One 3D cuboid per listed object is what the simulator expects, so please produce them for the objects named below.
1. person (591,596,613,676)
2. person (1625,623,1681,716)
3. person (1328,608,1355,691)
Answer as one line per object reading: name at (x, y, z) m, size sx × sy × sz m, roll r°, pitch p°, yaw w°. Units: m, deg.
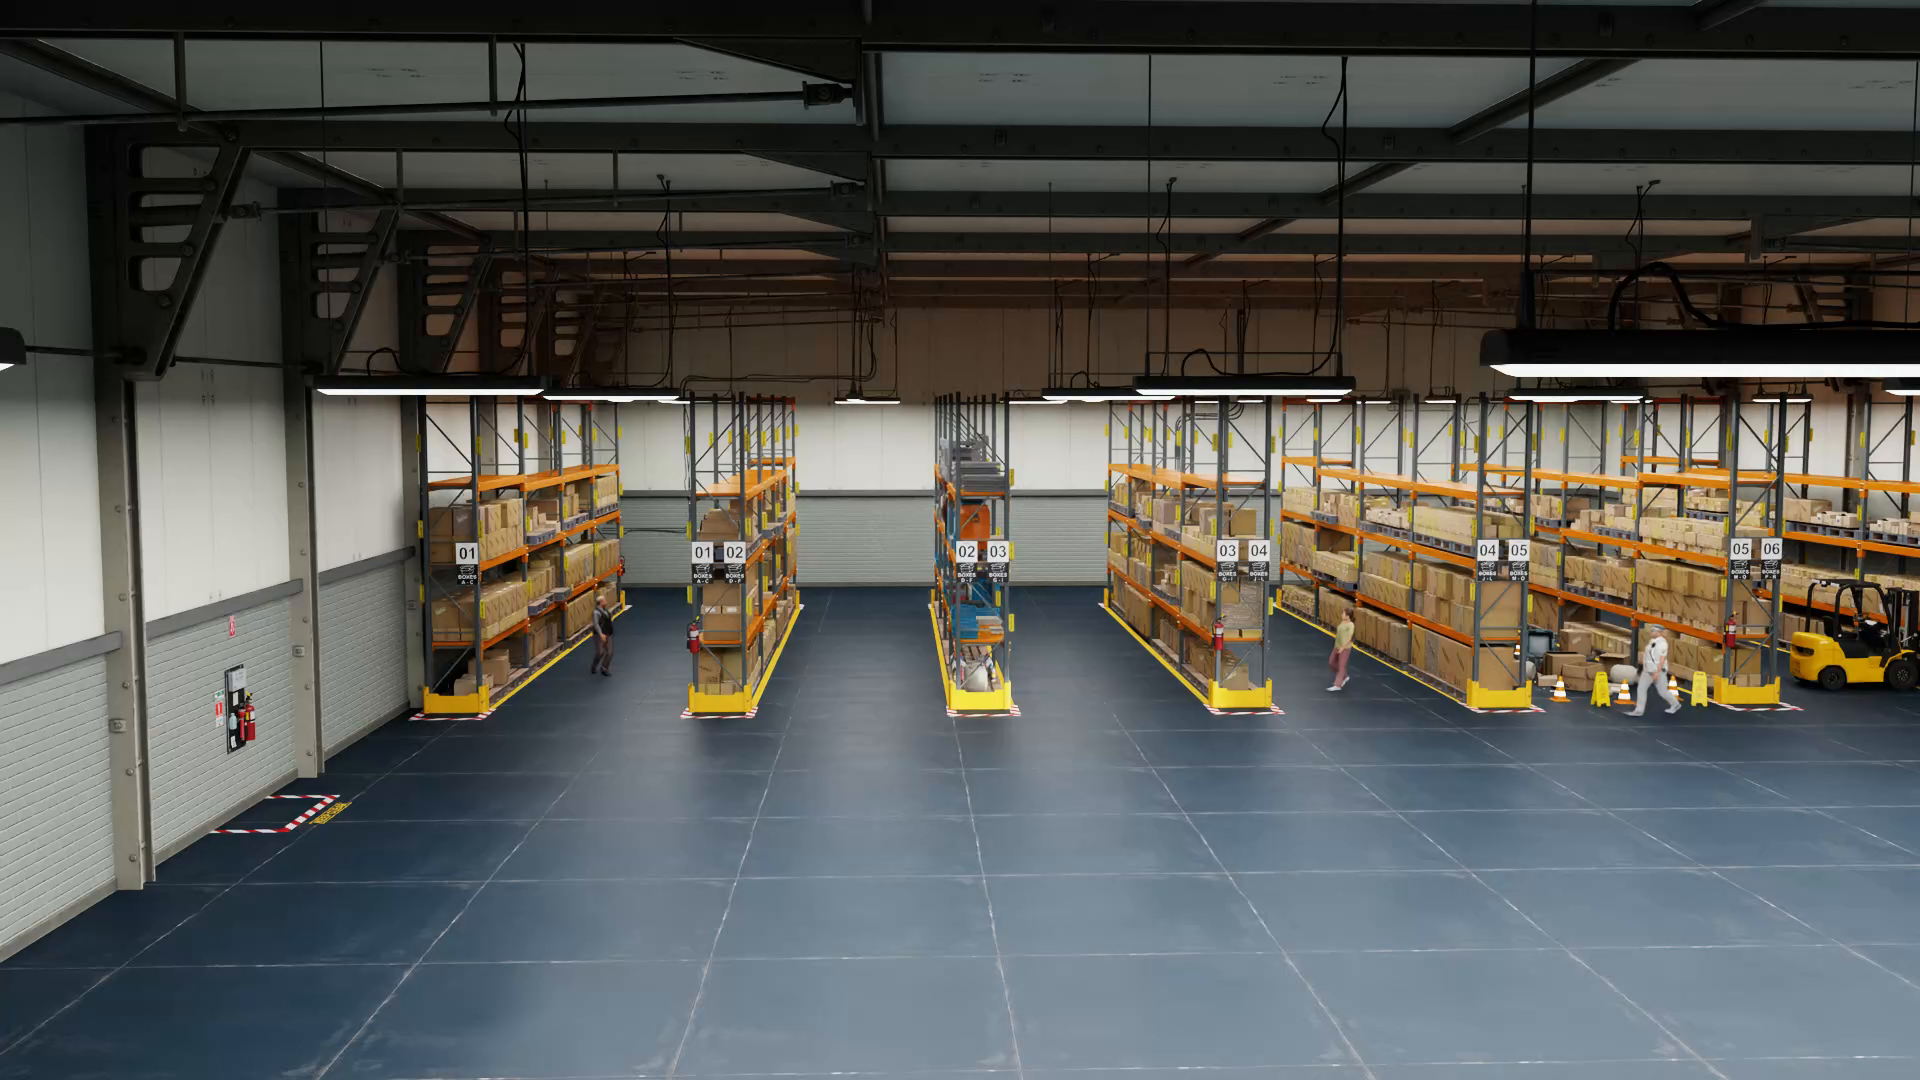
person at (-7.600, 2.049, 35.462) m, size 0.556 × 1.715 × 0.606 m, roll 4°, pitch 6°, yaw 38°
person at (12.835, 2.397, 30.669) m, size 0.976 × 1.736 × 0.511 m, roll -2°, pitch 5°, yaw -24°
person at (7.681, 2.203, 33.590) m, size 0.614 × 1.654 × 0.513 m, roll -3°, pitch 5°, yaw -32°
